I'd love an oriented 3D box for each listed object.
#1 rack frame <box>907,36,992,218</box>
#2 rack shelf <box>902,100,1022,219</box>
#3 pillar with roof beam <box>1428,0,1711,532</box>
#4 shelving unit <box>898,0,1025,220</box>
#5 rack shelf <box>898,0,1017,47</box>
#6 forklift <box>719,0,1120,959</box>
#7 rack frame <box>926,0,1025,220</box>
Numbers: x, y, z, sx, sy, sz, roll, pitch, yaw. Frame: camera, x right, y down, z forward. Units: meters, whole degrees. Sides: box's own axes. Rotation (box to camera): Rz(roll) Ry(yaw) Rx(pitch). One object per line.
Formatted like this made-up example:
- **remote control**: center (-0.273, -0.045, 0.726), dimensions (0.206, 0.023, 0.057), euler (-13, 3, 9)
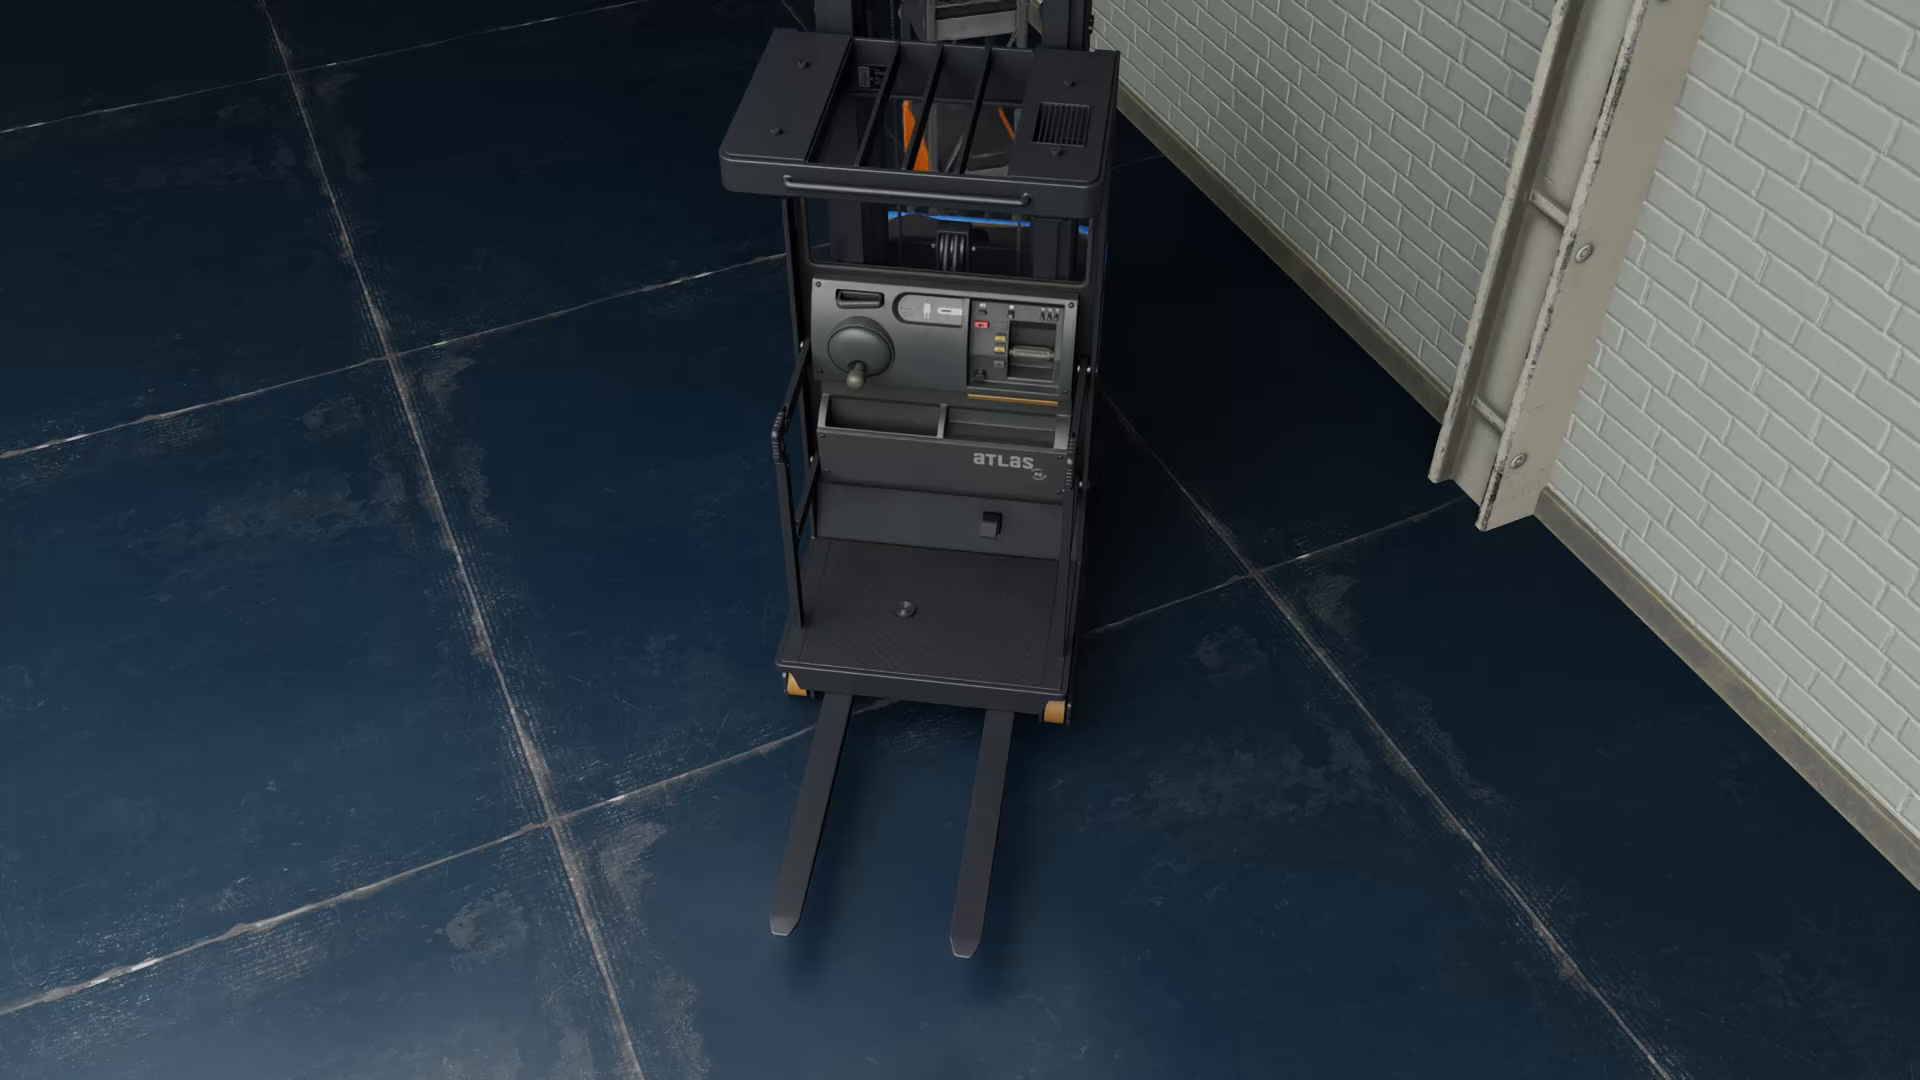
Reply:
- **rack frame**: center (-0.048, -1.785, 7.431), dimensions (0.400, 2.100, 0.015), euler (-10, 46, -10)
- **rack shelf**: center (0.010, -1.609, 7.272), dimensions (0.431, 0.518, 0.480), euler (-10, 46, -10)
- **pillar with roof beam**: center (-1.603, -2.138, 2.878), dimensions (9.100, 9.000, 0.400), euler (-18, 47, -17)
- **shelving unit**: center (0.010, -1.619, 7.263), dimensions (0.431, 2.100, 0.503), euler (-10, 46, -10)
- **rack shelf**: center (0.007, -2.107, 6.780), dimensions (0.431, 0.518, 0.480), euler (-10, 46, -10)
- **forklift**: center (-0.086, -0.607, 5.647), dimensions (1.130, 2.935, 3.031), euler (6, 45, 6)
- **rack frame**: center (0.068, -1.452, 7.094), dimensions (0.400, 2.100, 0.015), euler (-10, 46, -10)
